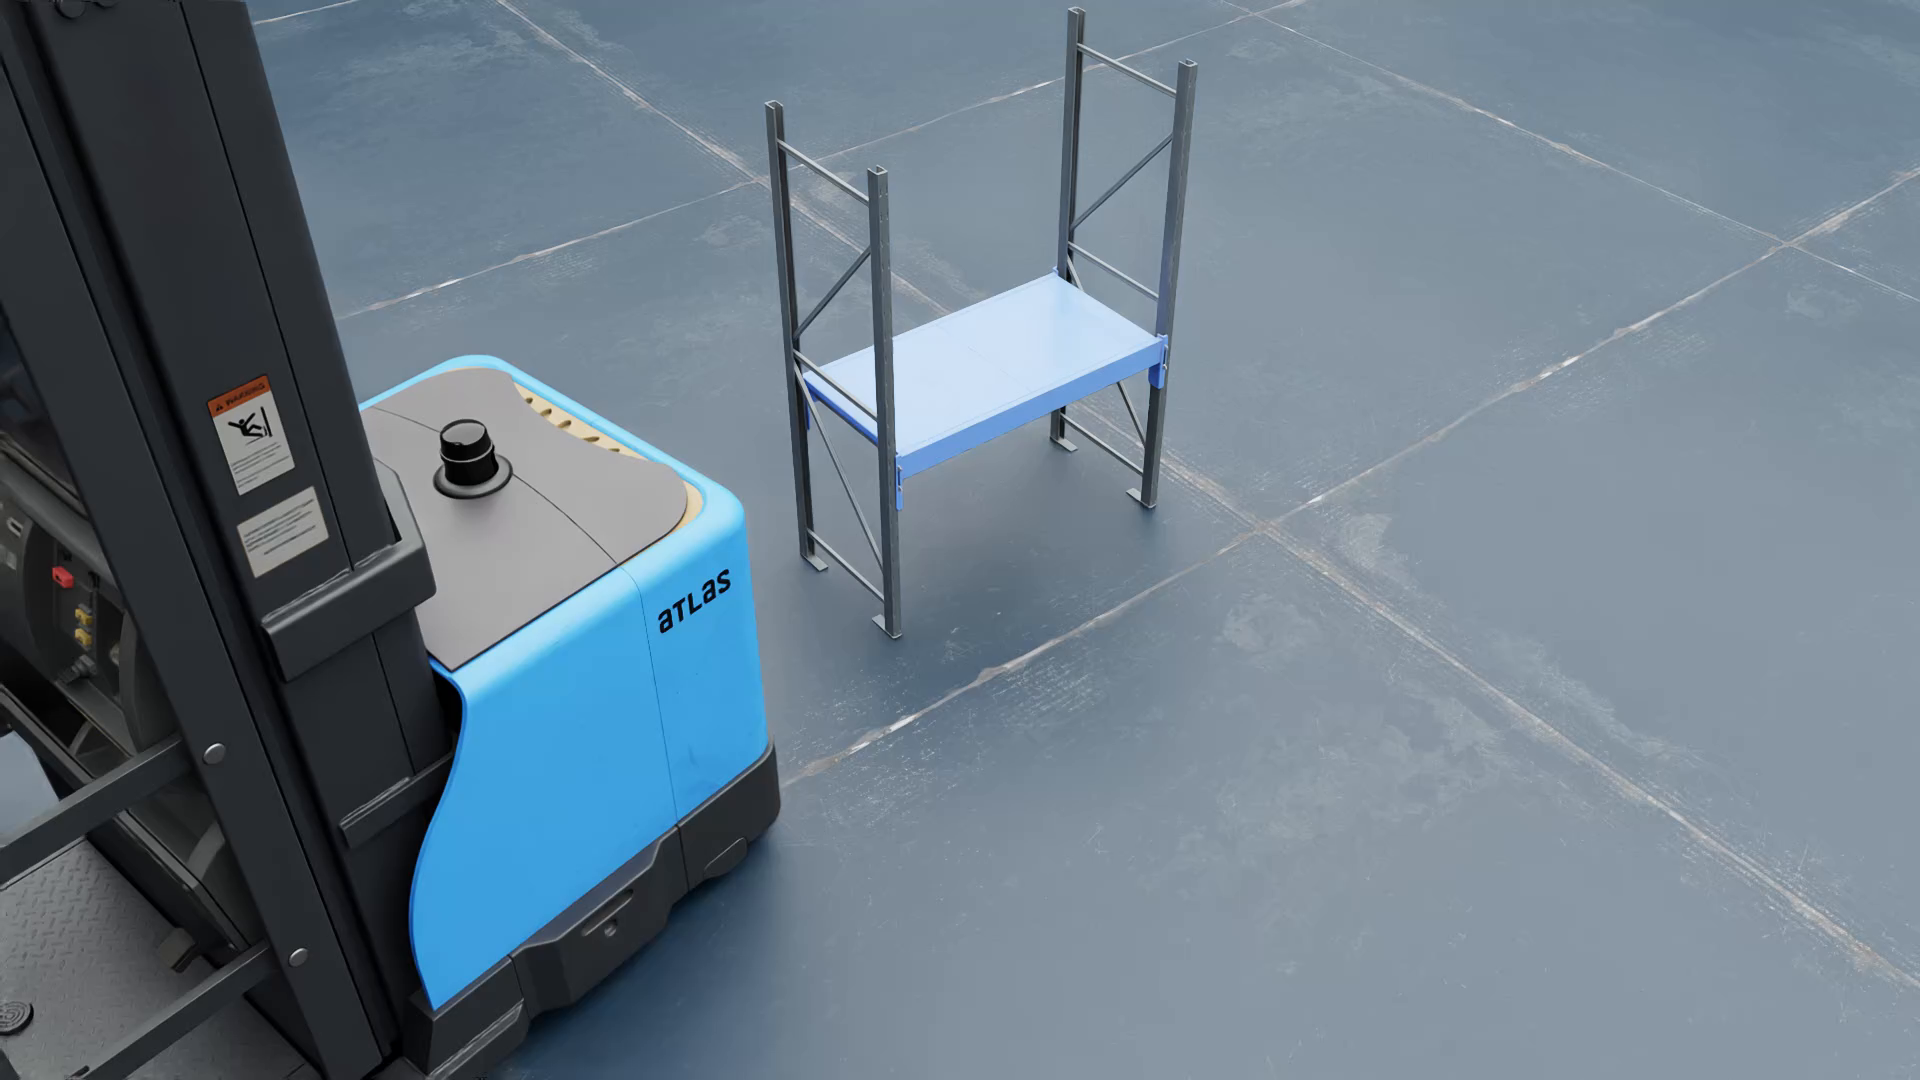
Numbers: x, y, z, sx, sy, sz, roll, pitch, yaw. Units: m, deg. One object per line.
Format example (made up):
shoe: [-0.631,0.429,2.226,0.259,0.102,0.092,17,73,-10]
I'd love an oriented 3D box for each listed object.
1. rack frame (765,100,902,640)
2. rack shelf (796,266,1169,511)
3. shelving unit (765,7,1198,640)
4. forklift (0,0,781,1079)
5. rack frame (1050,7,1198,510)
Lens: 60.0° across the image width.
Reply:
rack frame: [-0.335,-0.416,4.575,0.032,1.500,0.500,-26,46,-28]
rack shelf: [0.068,-0.474,4.929,1.000,0.185,0.538,-26,46,-28]
shelving unit: [0.068,-0.613,4.815,1.048,1.500,0.538,-26,46,-28]
forklift: [-1.802,0.118,2.795,1.130,2.935,3.031,28,47,30]
rack frame: [0.471,-0.809,5.054,0.032,1.500,0.500,-26,46,-28]
